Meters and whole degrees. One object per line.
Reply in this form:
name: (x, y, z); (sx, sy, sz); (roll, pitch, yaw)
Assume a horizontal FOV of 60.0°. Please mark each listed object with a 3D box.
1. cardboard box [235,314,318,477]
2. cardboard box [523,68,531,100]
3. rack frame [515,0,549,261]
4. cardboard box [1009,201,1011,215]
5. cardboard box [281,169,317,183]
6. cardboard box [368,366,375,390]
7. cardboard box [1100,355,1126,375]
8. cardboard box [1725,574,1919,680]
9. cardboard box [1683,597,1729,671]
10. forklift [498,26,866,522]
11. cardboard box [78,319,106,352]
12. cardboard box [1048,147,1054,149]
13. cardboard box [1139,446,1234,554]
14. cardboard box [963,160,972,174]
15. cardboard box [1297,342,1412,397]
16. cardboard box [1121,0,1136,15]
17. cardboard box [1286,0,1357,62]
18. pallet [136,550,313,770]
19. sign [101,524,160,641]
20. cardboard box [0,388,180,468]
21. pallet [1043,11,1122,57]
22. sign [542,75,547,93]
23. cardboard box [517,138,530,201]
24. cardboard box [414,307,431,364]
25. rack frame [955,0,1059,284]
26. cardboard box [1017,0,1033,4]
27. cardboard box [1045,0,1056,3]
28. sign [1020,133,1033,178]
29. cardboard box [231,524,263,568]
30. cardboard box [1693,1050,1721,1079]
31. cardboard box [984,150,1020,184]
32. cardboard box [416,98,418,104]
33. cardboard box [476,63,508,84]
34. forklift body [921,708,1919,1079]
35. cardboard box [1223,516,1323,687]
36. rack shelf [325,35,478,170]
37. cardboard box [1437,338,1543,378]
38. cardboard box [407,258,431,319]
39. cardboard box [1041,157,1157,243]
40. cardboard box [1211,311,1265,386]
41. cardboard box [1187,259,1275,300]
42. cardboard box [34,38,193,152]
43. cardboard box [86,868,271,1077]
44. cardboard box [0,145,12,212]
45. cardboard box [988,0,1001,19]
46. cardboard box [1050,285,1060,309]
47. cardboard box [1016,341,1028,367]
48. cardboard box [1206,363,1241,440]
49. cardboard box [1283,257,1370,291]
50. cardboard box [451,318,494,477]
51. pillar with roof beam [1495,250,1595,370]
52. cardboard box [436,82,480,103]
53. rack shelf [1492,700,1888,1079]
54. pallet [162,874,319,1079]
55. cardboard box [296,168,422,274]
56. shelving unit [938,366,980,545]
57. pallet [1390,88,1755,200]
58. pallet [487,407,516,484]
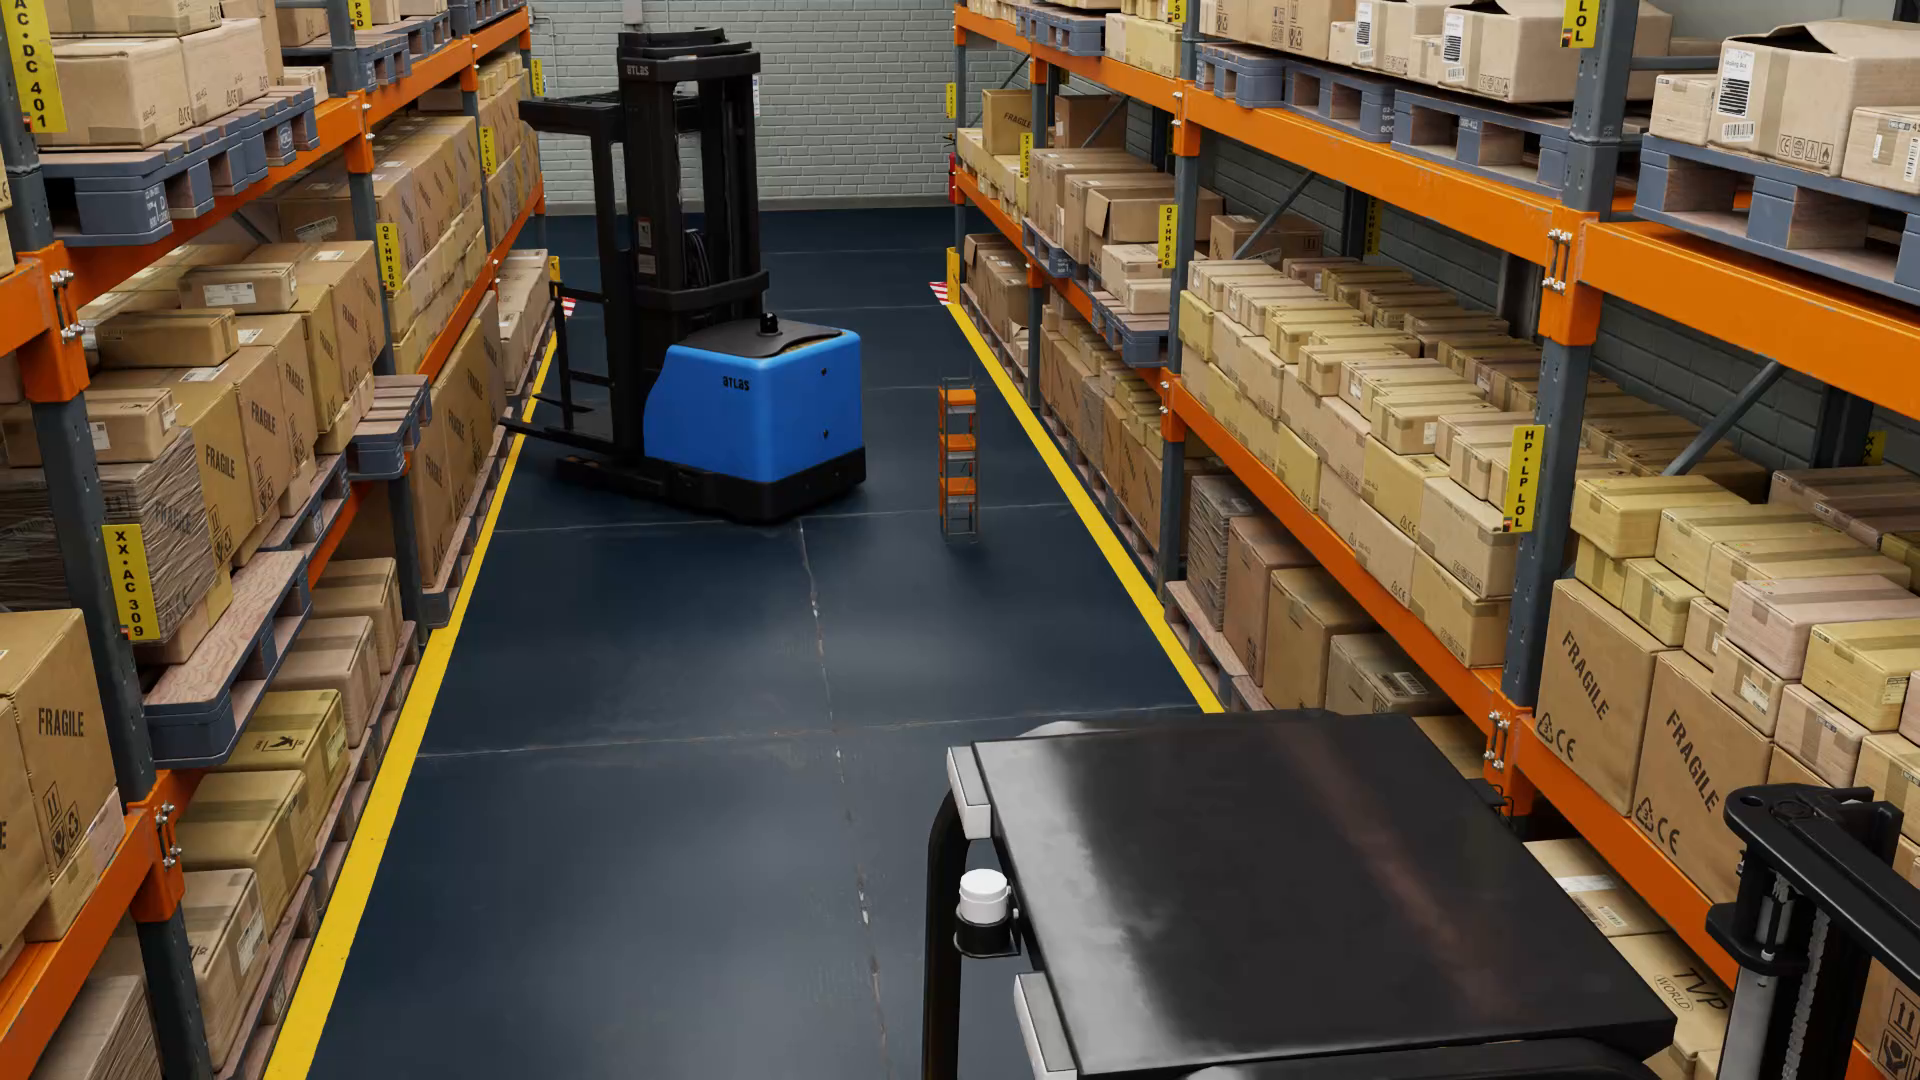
cardboard box: (-2.725, -0.533, 6.188); (0.500, 0.500, 0.500); (-4, 21, -10)
cardboard box: (-4.151, -3.966, 14.976); (0.500, 0.500, 0.500); (-2, 21, -6)
rack frame: (-4.456, -3.606, 15.583); (1.000, 3.000, 0.127); (-3, 21, -8)
cardboard box: (0.605, -2.722, 13.577); (0.380, 0.149, 0.250); (-2, 21, -6)
cardboard box: (-3.718, -1.694, 8.893); (0.500, 0.500, 0.500); (-3, 21, -7)
cardboard box: (-2.913, -0.724, 7.626); (0.380, 0.149, 0.250); (-3, 21, -7)
cardboard box: (1.138, -1.123, 10.982); (0.380, 0.149, 0.250); (-3, 21, -8)
cardboard box: (2.046, 0.201, 3.896); (0.380, 0.149, 0.250); (-2, 21, -7)
cardboard box: (2.075, 0.249, 4.193); (0.380, 0.149, 0.250); (-3, 21, -8)
forklift: (-2.128, -1.869, 11.032); (3.031, 2.935, 1.130); (14, 24, 32)
cardboard box: (-3.237, -0.514, 6.137); (0.500, 0.500, 0.500); (-4, 21, -10)
cardboard box: (0.999, -3.249, 14.418); (0.500, 0.250, 0.500); (-3, 21, -8)
cardboard box: (1.335, -0.249, 9.567); (0.500, 0.500, 0.500); (-2, 21, -6)
cardboard box: (0.231, -3.612, 15.959); (0.380, 0.149, 0.250); (-3, 21, -8)
cardboard box: (1.588, -0.689, 6.704); (0.380, 0.149, 0.250); (-3, 21, -9)
cardboard box: (1.160, -3.167, 9.765); (0.380, 0.149, 0.250); (-2, 21, -6)
cardboard box: (1.618, -2.168, 6.559); (0.500, 0.500, 0.500); (-2, 21, -6)
pallet: (-2.692, 0.367, 5.221); (1.003, 0.211, 1.213); (-3, 21, -8)
sign: (-2.190, 0.114, 4.388); (0.100, 0.325, 0.005); (-3, 21, -8)
cardboard box: (-2.444, -0.318, 4.686); (0.380, 0.149, 0.250); (-3, 21, -8)
pallet: (1.209, -3.201, 10.482); (1.213, 0.211, 1.003); (-3, 21, -8)
sign: (-5.349, -5.702, 20.810); (0.327, 0.218, 0.001); (-3, 21, -8)
cardboard box: (-3.983, -3.147, 14.211); (0.500, 0.500, 0.500); (-2, 21, -6)
cardboard box: (-3.216, -1.125, 9.154); (0.500, 0.250, 0.500); (-4, 21, -9)
rack frame: (0.455, -3.857, 16.257); (1.000, 3.000, 0.127); (-3, 21, -8)
cardboard box: (0.714, -4.101, 12.412); (0.500, 0.250, 0.500); (-3, 21, -8)
cardboard box: (0.770, -3.614, 10.934); (0.380, 0.149, 0.250); (-3, 21, -7)
sign: (0.496, -2.848, 12.317); (0.100, 0.325, 0.005); (-3, 21, -8)
cardboard box: (-2.633, -0.010, 5.713); (0.380, 0.149, 0.250); (-3, 21, -7)
cardboard box: (2.091, 1.453, 3.939); (0.500, 0.250, 0.500); (-2, 21, -6)
cardboard box: (0.498, -3.230, 14.366); (0.500, 0.250, 0.500); (-3, 21, -9)
cardboard box: (-4.196, -3.314, 12.303); (0.380, 0.149, 0.250); (-3, 21, -8)
cardboard box: (-3.968, -3.872, 13.796); (0.380, 0.149, 0.250); (-2, 21, -6)
forklift body: (0.683, 1.515, 3.085); (2.313, 2.155, 1.214); (-3, 21, -8)
cardboard box: (1.787, 0.271, 7.998); (0.875, 0.625, 0.625); (-2, 21, -6)
rack shelf: (-3.591, -2.596, 9.622); (1.077, 0.370, 4.000); (-3, 21, -8)
cardboard box: (2.173, -0.716, 6.776); (0.380, 0.149, 0.250); (-3, 21, -7)
cardboard box: (-3.205, -1.367, 9.088); (0.500, 0.250, 0.500); (-2, 21, -6)
cardboard box: (0.955, -2.358, 11.499); (0.700, 0.500, 0.500); (-3, 21, -7)
cardboard box: (1.502, -0.912, 7.871); (0.500, 0.250, 0.500); (-2, 21, -6)
cardboard box: (1.363, -1.313, 8.374); (0.380, 0.149, 0.250); (-2, 21, -6)
cardboard box: (-2.414, -1.205, 4.483); (0.500, 0.250, 0.500); (-3, 21, -9)
cardboard box: (-2.804, 1.402, 5.331); (0.950, 0.372, 0.625); (-3, 21, -7)
cardboard box: (-2.396, -0.785, 3.534); (0.500, 0.250, 0.500); (-3, 21, -8)
cardboard box: (0.437, -4.401, 13.784); (0.380, 0.149, 0.250); (-2, 21, -7)
cardboard box: (0.880, -1.807, 12.387); (0.380, 0.149, 0.250); (-3, 21, -9)
cardboard box: (0.661, -1.512, 13.451); (0.380, 0.149, 0.250); (-4, 21, -9)
cardboard box: (1.498, -0.677, 7.956); (0.500, 0.250, 0.500); (-3, 21, -9)
cardboard box: (1.856, -1.336, 8.435); (0.380, 0.149, 0.250); (-2, 21, -6)
cardboard box: (-3.573, -0.899, 10.773); (0.875, 0.875, 0.875); (-2, 21, -6)
pillar with roof beam: (-1.572, -3.275, 6.123); (9.100, 9.000, 0.400); (-3, 21, -8)
cardboard box: (-3.721, -3.250, 12.132); (0.380, 0.149, 0.250); (-3, 21, -7)
rack shelf: (2.473, 1.327, 3.404); (1.077, 0.370, 4.000); (-3, 21, -8)
pallet: (-2.840, 1.586, 5.668); (1.003, 0.211, 1.213); (-3, 21, -8)
cardboard box: (-3.213, -1.705, 8.923); (0.500, 0.500, 0.500); (-3, 21, -8)
shelving unit: (-0.008, -0.510, 10.082); (0.215, 1.050, 0.252); (-3, 21, -8)
pallet: (2.045, -1.323, 5.457); (0.805, 0.209, 1.217); (-4, 21, -10)
pallet: (-3.694, -0.651, 11.658); (1.003, 0.211, 1.213); (-3, 21, -8)
